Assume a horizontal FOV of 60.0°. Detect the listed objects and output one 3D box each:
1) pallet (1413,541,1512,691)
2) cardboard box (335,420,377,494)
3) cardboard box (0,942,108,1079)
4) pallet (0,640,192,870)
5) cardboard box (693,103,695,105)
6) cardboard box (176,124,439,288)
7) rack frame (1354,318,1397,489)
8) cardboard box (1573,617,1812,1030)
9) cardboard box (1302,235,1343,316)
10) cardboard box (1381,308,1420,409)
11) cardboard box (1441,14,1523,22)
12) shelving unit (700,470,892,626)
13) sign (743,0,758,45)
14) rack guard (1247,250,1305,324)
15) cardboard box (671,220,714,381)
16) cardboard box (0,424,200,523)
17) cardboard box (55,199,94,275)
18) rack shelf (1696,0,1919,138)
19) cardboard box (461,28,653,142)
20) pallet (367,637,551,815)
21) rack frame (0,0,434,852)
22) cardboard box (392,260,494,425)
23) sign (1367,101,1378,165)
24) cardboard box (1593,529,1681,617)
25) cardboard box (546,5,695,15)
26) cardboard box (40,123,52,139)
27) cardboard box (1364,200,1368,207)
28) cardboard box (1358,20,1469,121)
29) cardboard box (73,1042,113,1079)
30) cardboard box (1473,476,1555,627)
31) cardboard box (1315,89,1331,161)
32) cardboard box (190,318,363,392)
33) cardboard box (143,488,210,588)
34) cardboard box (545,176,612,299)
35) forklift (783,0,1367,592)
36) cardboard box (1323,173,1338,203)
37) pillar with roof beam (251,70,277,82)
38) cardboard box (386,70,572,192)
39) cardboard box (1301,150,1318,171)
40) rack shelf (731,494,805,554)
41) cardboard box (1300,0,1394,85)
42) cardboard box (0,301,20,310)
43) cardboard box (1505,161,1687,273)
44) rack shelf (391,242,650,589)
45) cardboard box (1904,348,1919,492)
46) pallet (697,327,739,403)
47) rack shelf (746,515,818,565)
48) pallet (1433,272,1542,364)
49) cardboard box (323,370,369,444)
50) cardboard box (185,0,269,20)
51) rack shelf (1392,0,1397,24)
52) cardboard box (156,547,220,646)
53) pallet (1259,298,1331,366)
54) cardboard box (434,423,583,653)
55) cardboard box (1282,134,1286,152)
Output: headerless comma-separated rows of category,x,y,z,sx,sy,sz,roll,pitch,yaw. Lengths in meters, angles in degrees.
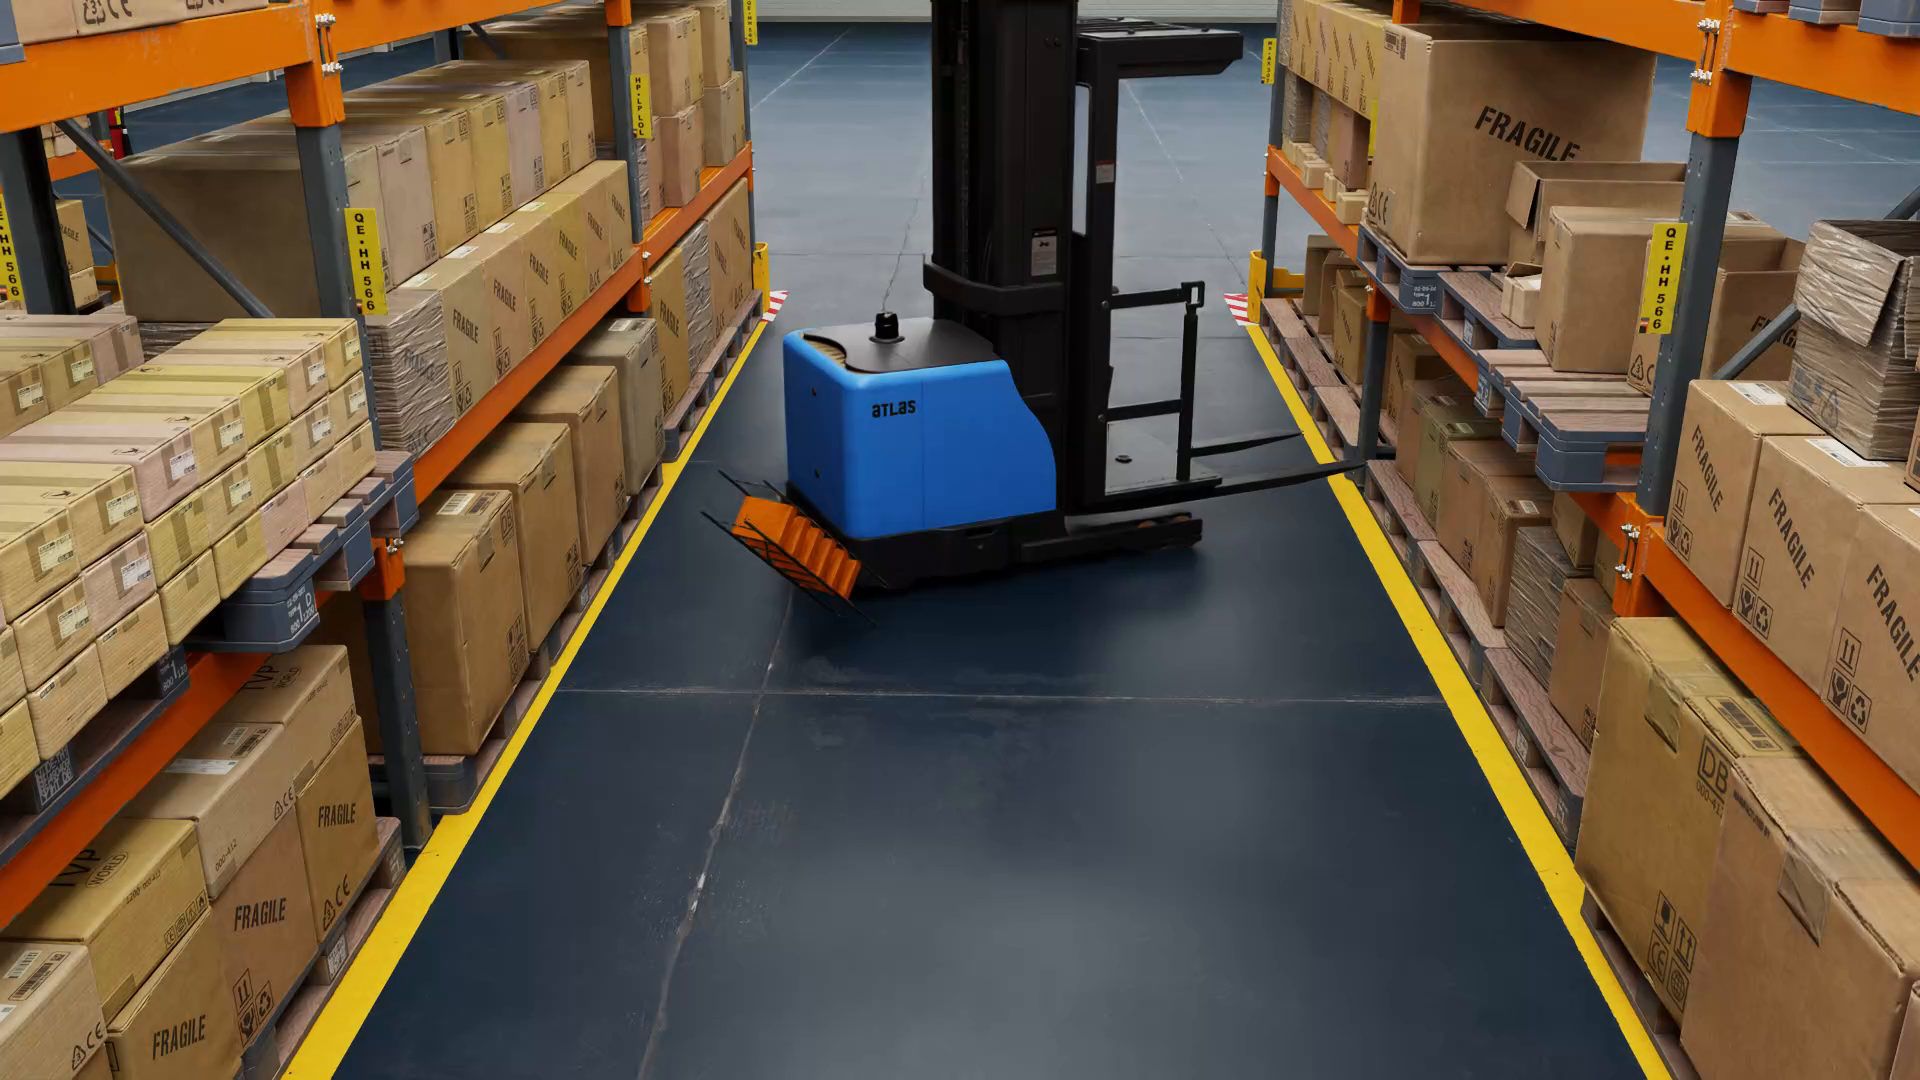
pallet,2.662,0.322,7.408,1.003,0.211,1.213,1,21,2
cardboard box,-1.913,-0.242,4.773,0.380,0.149,0.250,1,21,3
cardboard box,-2.159,1.078,3.442,0.500,0.250,0.500,1,21,4
pallet,-2.377,0.459,3.465,1.003,0.211,1.213,1,21,2
cardboard box,-2.193,-2.583,10.831,0.875,0.550,0.500,1,21,2
cardboard box,-2.320,-1.205,5.967,0.700,0.500,0.500,0,21,1
rack frame,2.719,-1.702,8.769,1.000,3.000,0.127,1,21,2
cardboard box,2.555,0.788,4.708,1.225,0.875,0.875,0,21,-1
cardboard box,2.805,-1.953,12.291,0.500,0.500,0.500,5,22,12
cardboard box,2.781,-1.084,10.051,0.500,0.500,0.500,8,22,19
cardboard box,3.000,-2.694,9.394,0.500,0.500,0.500,1,21,2
shelving unit,-0.672,0.053,7.092,0.258,0.189,1.200,12,-17,28
sign,-1.572,-3.879,12.451,0.100,0.325,0.005,1,21,2
rack guard,2.838,-1.956,12.878,1.175,0.500,0.348,1,21,2
cardboard box,-2.123,-1.551,10.737,0.875,0.875,0.875,1,21,2
cardboard box,-1.950,-0.152,3.717,0.380,0.149,0.250,1,21,2
cardboard box,-6.829,-2.228,12.309,0.500,0.500,0.500,1,21,2
rack shelf,2.536,-0.596,2.766,1.077,0.370,4.000,1,21,2
cardboard box,-2.190,-2.500,9.124,0.875,0.550,0.550,1,21,2
pallet,-2.258,0.669,6.514,1.003,0.211,1.213,1,21,2
rack frame,-2.358,-0.347,5.277,1.000,3.000,0.127,1,21,2
cardboard box,-2.061,-0.737,6.143,0.500,0.500,0.500,0,21,1
sign,2.176,-2.109,8.621,0.100,0.325,0.005,1,21,2
cardboard box,2.587,0.112,5.904,0.500,0.250,0.500,1,21,4
cardboard box,-2.242,-3.278,11.131,0.875,0.550,0.550,1,21,2
cardboard box,-6.826,-3.063,11.726,0.500,0.500,0.500,1,21,2
cardboard box,2.516,-1.846,9.487,0.380,0.149,0.250,1,21,2
cardboard box,2.457,-2.519,8.944,0.500,0.500,0.500,1,21,2
cardboard box,-2.175,1.424,3.588,0.500,0.500,0.500,1,21,3
cardboard box,2.612,0.056,7.085,0.700,0.500,0.500,2,21,6
cardboard box,2.842,-2.773,10.979,0.875,0.500,0.500,1,21,2
cardboard box,-1.914,-0.521,4.669,0.380,0.149,0.250,0,21,0
cardboard box,-1.947,-0.009,3.760,0.380,0.149,0.250,0,21,1
cardboard box,-2.000,-1.466,8.021,0.500,0.500,0.500,0,21,1
forklift,0.674,-1.458,8.236,3.031,2.935,1.130,-9,23,-22
cardboard box,2.492,-2.208,10.421,0.380,0.149,0.250,1,21,2
pillar with roof beam,-8.098,-12.327,27.858,9.100,9.000,0.400,1,21,2
cardboard box,-2.259,-1.940,7.863,0.700,0.500,0.500,0,21,1
cardboard box,2.542,-2.570,11.352,0.380,0.149,0.250,1,21,2
rack shelf,-0.793,-0.067,6.826,0.258,0.180,0.103,12,-17,28
cardboard box,2.515,-3.243,10.807,0.500,0.500,0.500,1,21,2
cardboard box,-6.855,-1.500,11.468,0.500,0.250,0.500,0,21,0
cardboard box,2.758,-1.318,7.057,0.797,0.503,0.637,3,21,7
rack shelf,-2.297,-0.735,7.270,1.077,0.370,4.000,1,21,2
cardboard box,2.536,-0.270,3.554,0.797,0.503,0.637,1,21,3
pallet,-2.100,-1.210,11.355,1.003,0.211,1.213,1,21,2
rack shelf,-0.747,-0.021,6.927,0.258,0.180,0.103,12,-17,28
pallet,2.616,-0.883,6.922,1.003,0.211,1.213,1,21,2
cardboard box,-1.918,-0.381,4.719,0.380,0.149,0.250,1,21,3
cardboard box,-2.121,-1.583,4.177,0.500,0.500,0.500,1,21,2
rack shelf,2.779,-3.488,10.220,1.077,0.370,4.000,1,21,2
cardboard box,-1.948,0.128,3.819,0.380,0.149,0.250,0,21,-1
pallet,2.778,-1.528,12.174,1.003,0.211,1.213,1,21,2
cardboard box,-2.226,-0.029,6.987,1.050,0.750,0.750,1,21,2
cardboard box,2.593,-2.931,12.283,0.380,0.149,0.250,1,21,2
